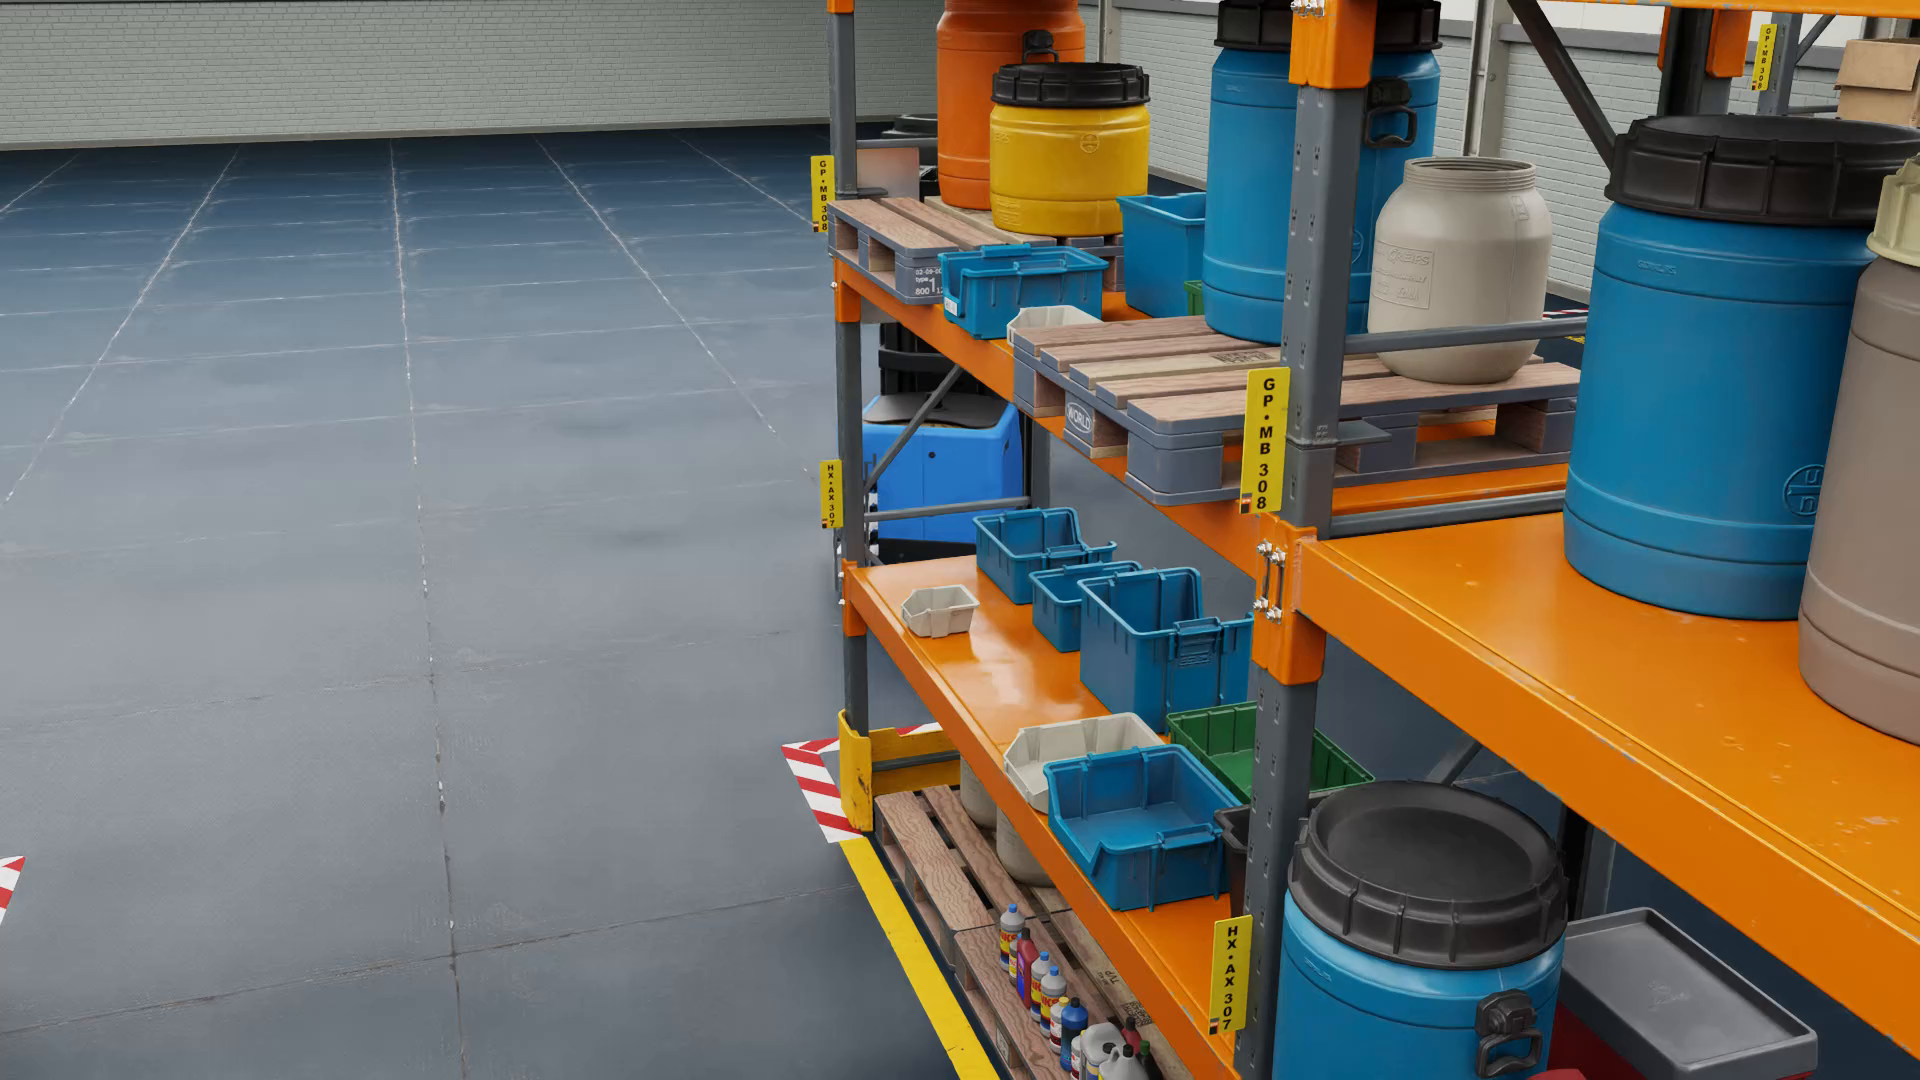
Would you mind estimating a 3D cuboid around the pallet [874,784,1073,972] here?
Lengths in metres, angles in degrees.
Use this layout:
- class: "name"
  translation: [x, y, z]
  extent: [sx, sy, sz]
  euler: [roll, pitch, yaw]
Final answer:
- class: "pallet"
  translation: [0.251, 1.456, 7.551]
  extent: [1.003, 0.211, 1.213]
  euler: [-6, 21, -17]

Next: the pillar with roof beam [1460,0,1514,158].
- class: "pillar with roof beam"
  translation: [2.520, -7.274, 18.855]
  extent: [9.100, 9.000, 0.400]
  euler: [-6, 21, -17]

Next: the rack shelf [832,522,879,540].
- class: "rack shelf"
  translation: [-0.685, -0.079, 10.905]
  extent: [0.258, 0.077, 0.200]
  euler: [4, 20, 12]

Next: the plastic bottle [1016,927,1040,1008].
- class: "plastic bottle"
  translation: [0.261, 1.624, 6.326]
  extent: [0.061, 0.283, 0.133]
  euler: [-6, 21, -16]

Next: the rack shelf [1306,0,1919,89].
- class: "rack shelf"
  translation: [1.819, -0.508, 1.675]
  extent: [1.077, 0.370, 4.000]
  euler: [-6, 21, -17]

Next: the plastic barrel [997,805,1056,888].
- class: "plastic barrel"
  translation: [0.370, 1.200, 7.197]
  extent: [0.421, 0.512, 0.421]
  euler: [0, 20, 0]

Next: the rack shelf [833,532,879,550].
- class: "rack shelf"
  translation: [-0.685, 0.005, 10.936]
  extent: [0.258, 0.077, 0.200]
  euler: [4, 20, 12]

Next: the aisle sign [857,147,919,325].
- class: "aisle sign"
  translation: [-0.368, -1.352, 7.399]
  extent: [0.394, 0.787, 0.004]
  euler: [-6, 21, -17]

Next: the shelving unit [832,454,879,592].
- class: "shelving unit"
  translation: [-0.685, -0.111, 10.894]
  extent: [0.258, 0.900, 0.210]
  euler: [4, 20, 12]

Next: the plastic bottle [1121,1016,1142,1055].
- class: "plastic bottle"
  translation: [0.606, 1.813, 5.800]
  extent: [0.061, 0.283, 0.133]
  euler: [-6, 21, -17]

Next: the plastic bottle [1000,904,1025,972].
- class: "plastic bottle"
  translation: [0.207, 1.555, 6.535]
  extent: [0.097, 0.271, 0.097]
  euler: [0, 20, 0]

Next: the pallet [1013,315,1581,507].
- class: "pallet"
  translation: [0.870, -0.397, 4.428]
  extent: [1.213, 0.211, 1.003]
  euler: [-6, 21, -17]

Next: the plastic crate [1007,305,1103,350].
- class: "plastic crate"
  translation: [0.302, -0.613, 5.139]
  extent: [0.243, 0.136, 0.396]
  euler: [-6, 21, -17]

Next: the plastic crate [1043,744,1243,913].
- class: "plastic crate"
  translation: [0.584, 0.890, 5.221]
  extent: [0.499, 0.251, 0.616]
  euler: [-6, 21, -17]

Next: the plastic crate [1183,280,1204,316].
- class: "plastic crate"
  translation: [0.952, -0.701, 5.306]
  extent: [0.336, 0.188, 0.450]
  euler: [-6, 21, -17]

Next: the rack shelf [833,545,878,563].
- class: "rack shelf"
  translation: [-0.685, 0.090, 10.966]
  extent: [0.258, 0.077, 0.200]
  euler: [4, 20, 12]

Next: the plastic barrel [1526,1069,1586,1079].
- class: "plastic barrel"
  translation: [1.282, 1.413, 3.344]
  extent: [0.433, 0.535, 0.433]
  euler: [0, 20, 0]

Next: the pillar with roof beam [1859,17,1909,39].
- class: "pillar with roof beam"
  translation: [4.406, -5.348, 13.495]
  extent: [9.100, 9.000, 0.400]
  euler: [-6, 21, -17]

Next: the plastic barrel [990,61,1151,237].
- class: "plastic barrel"
  translation: [0.412, -1.483, 6.270]
  extent: [0.600, 0.588, 0.600]
  euler: [0, 20, 0]

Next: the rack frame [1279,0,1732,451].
- class: "rack frame"
  translation: [1.190, -1.677, 3.273]
  extent: [1.000, 3.000, 0.127]
  euler: [-6, 21, -17]

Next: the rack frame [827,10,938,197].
- class: "rack frame"
  translation: [-0.067, -2.960, 6.847]
  extent: [1.000, 3.000, 0.127]
  euler: [-6, 21, -17]

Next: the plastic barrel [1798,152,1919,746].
- class: "plastic barrel"
  translation: [1.761, -0.151, 2.721]
  extent: [0.600, 0.901, 0.600]
  euler: [0, 20, 0]

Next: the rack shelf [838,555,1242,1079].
- class: "rack shelf"
  translation: [0.561, 0.843, 6.195]
  extent: [1.077, 0.370, 4.000]
  euler: [-6, 21, -17]

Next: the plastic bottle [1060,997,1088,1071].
- class: "plastic bottle"
  translation: [0.410, 1.762, 5.959]
  extent: [0.097, 0.271, 0.097]
  euler: [0, 20, 0]

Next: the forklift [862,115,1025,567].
- class: "forklift"
  translation: [0.014, -1.583, 11.989]
  extent: [1.130, 2.935, 3.031]
  euler: [3, 20, 9]

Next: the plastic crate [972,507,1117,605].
- class: "plastic crate"
  translation: [0.374, 0.062, 7.527]
  extent: [0.499, 0.251, 0.616]
  euler: [-6, 21, -17]

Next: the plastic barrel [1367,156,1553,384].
- class: "plastic barrel"
  translation: [1.241, -0.674, 4.133]
  extent: [0.421, 0.512, 0.421]
  euler: [0, 20, 0]

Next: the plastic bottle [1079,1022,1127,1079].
- class: "plastic bottle"
  translation: [0.505, 1.828, 5.769]
  extent: [0.152, 0.276, 0.135]
  euler: [-6, 21, -16]

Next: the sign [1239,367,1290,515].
- class: "sign"
  translation: [0.664, -0.214, 3.625]
  extent: [0.100, 0.325, 0.005]
  euler: [-6, 21, -17]

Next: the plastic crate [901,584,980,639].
- class: "plastic crate"
  translation: [-0.091, 0.308, 7.011]
  extent: [0.298, 0.136, 0.250]
  euler: [-6, 21, -17]

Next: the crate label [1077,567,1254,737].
- class: "crate label"
  translation: [0.768, 0.408, 6.290]
  extent: [0.502, 0.435, 0.616]
  euler: [-6, 21, -17]

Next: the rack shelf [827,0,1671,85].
- class: "rack shelf"
  translation: [0.561, -1.792, 5.249]
  extent: [1.077, 0.370, 4.000]
  euler: [-6, 21, -17]

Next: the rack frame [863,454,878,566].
- class: "rack frame"
  translation: [-0.662, -0.144, 10.987]
  extent: [0.240, 0.900, 0.006]
  euler: [4, 20, 12]

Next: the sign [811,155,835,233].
- class: "sign"
  translation: [-0.591, -1.496, 7.193]
  extent: [0.100, 0.325, 0.005]
  euler: [-6, 21, -17]

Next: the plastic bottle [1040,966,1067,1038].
- class: "plastic bottle"
  translation: [0.346, 1.697, 6.140]
  extent: [0.097, 0.271, 0.097]
  euler: [0, 20, 0]

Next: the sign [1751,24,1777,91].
- class: "sign"
  translation: [4.107, -2.465, 8.496]
  extent: [0.100, 0.325, 0.005]
  euler: [-6, 21, -17]

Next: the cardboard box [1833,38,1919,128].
- class: "cardboard box"
  translation: [4.813, -2.201, 8.189]
  extent: [0.797, 0.503, 0.637]
  euler: [-5, 20, -13]
